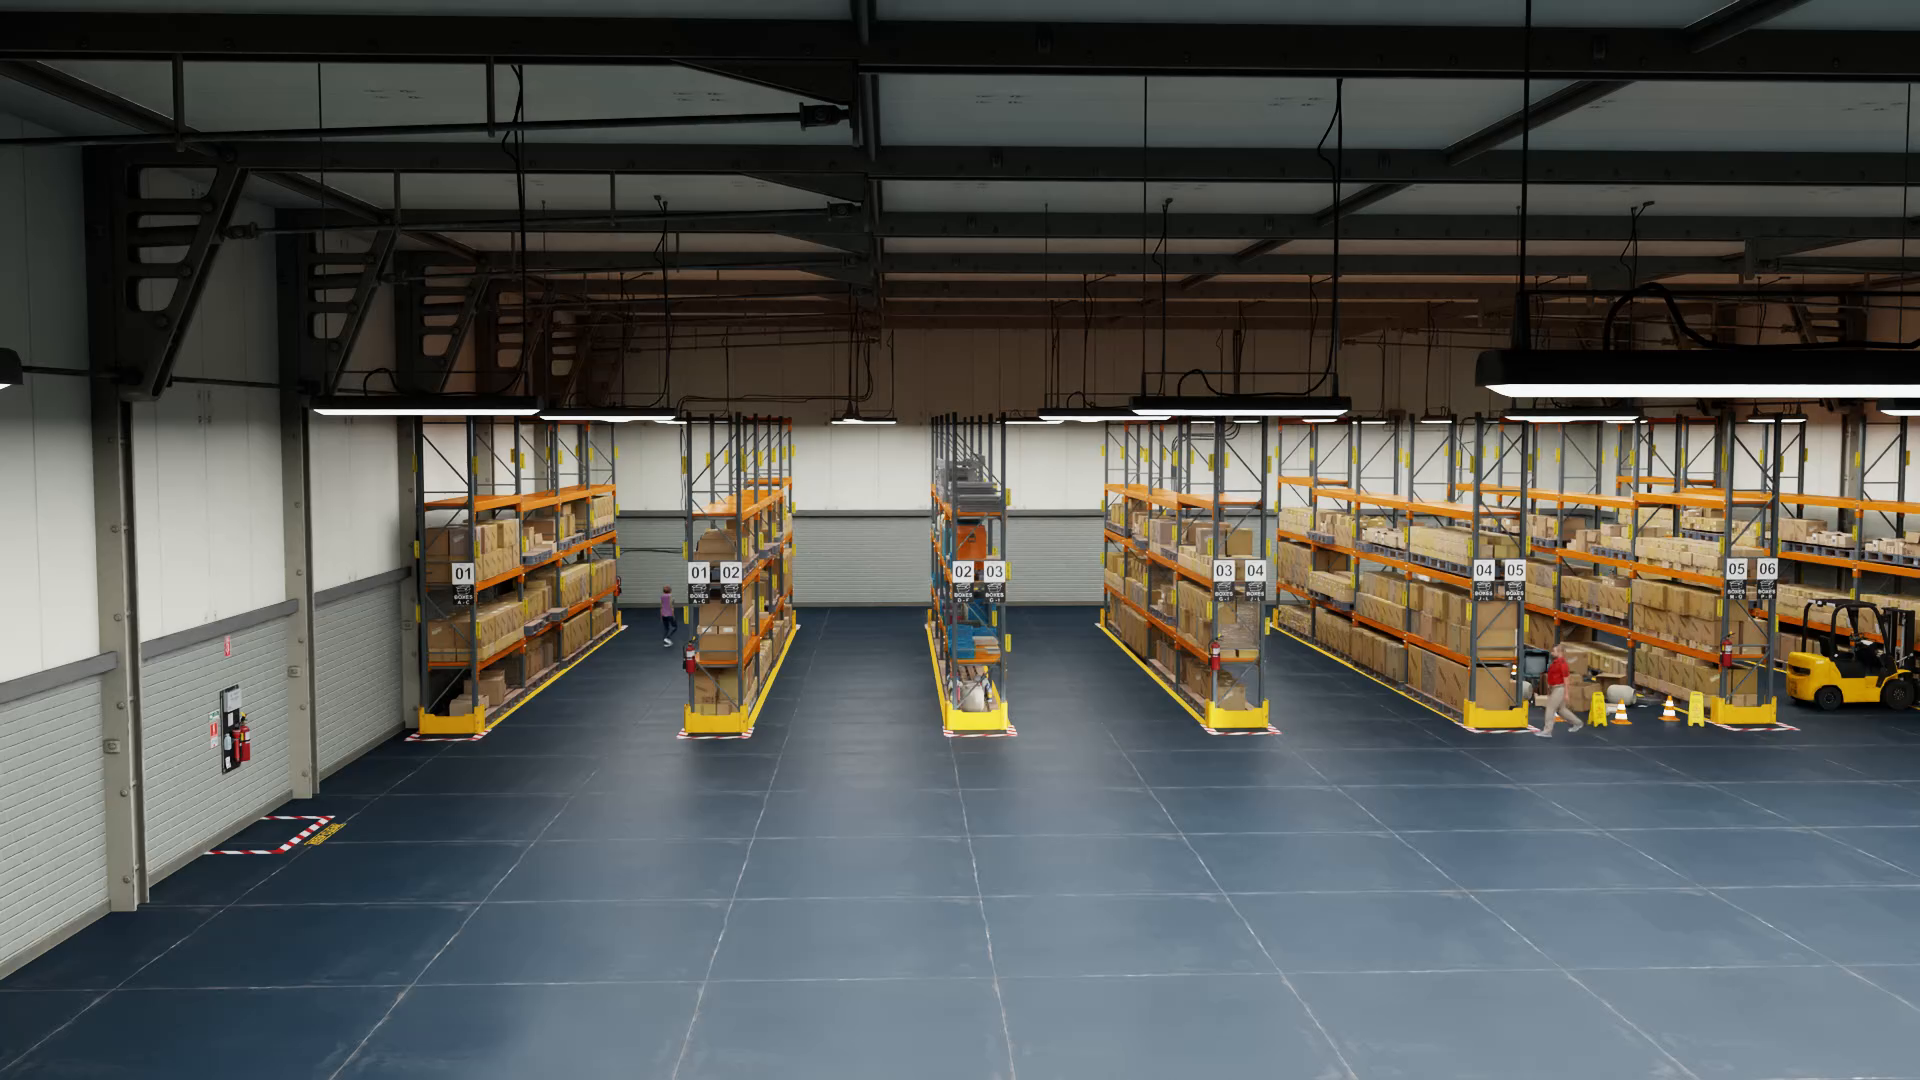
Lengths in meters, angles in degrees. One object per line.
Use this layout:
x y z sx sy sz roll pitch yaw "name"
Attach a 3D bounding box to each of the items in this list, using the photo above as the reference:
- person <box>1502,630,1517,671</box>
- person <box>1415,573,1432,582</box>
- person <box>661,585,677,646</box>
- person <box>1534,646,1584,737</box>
12.889 2.202 38.784 0.512 1.806 0.537 -1 4 -14 "person"
14.522 1.311 52.083 0.983 1.733 0.562 -2 4 -29 "person"
-7.632 1.982 43.289 0.454 1.598 0.435 3 5 33 "person"
11.074 2.784 30.651 1.019 1.682 0.539 0 4 -4 "person"
